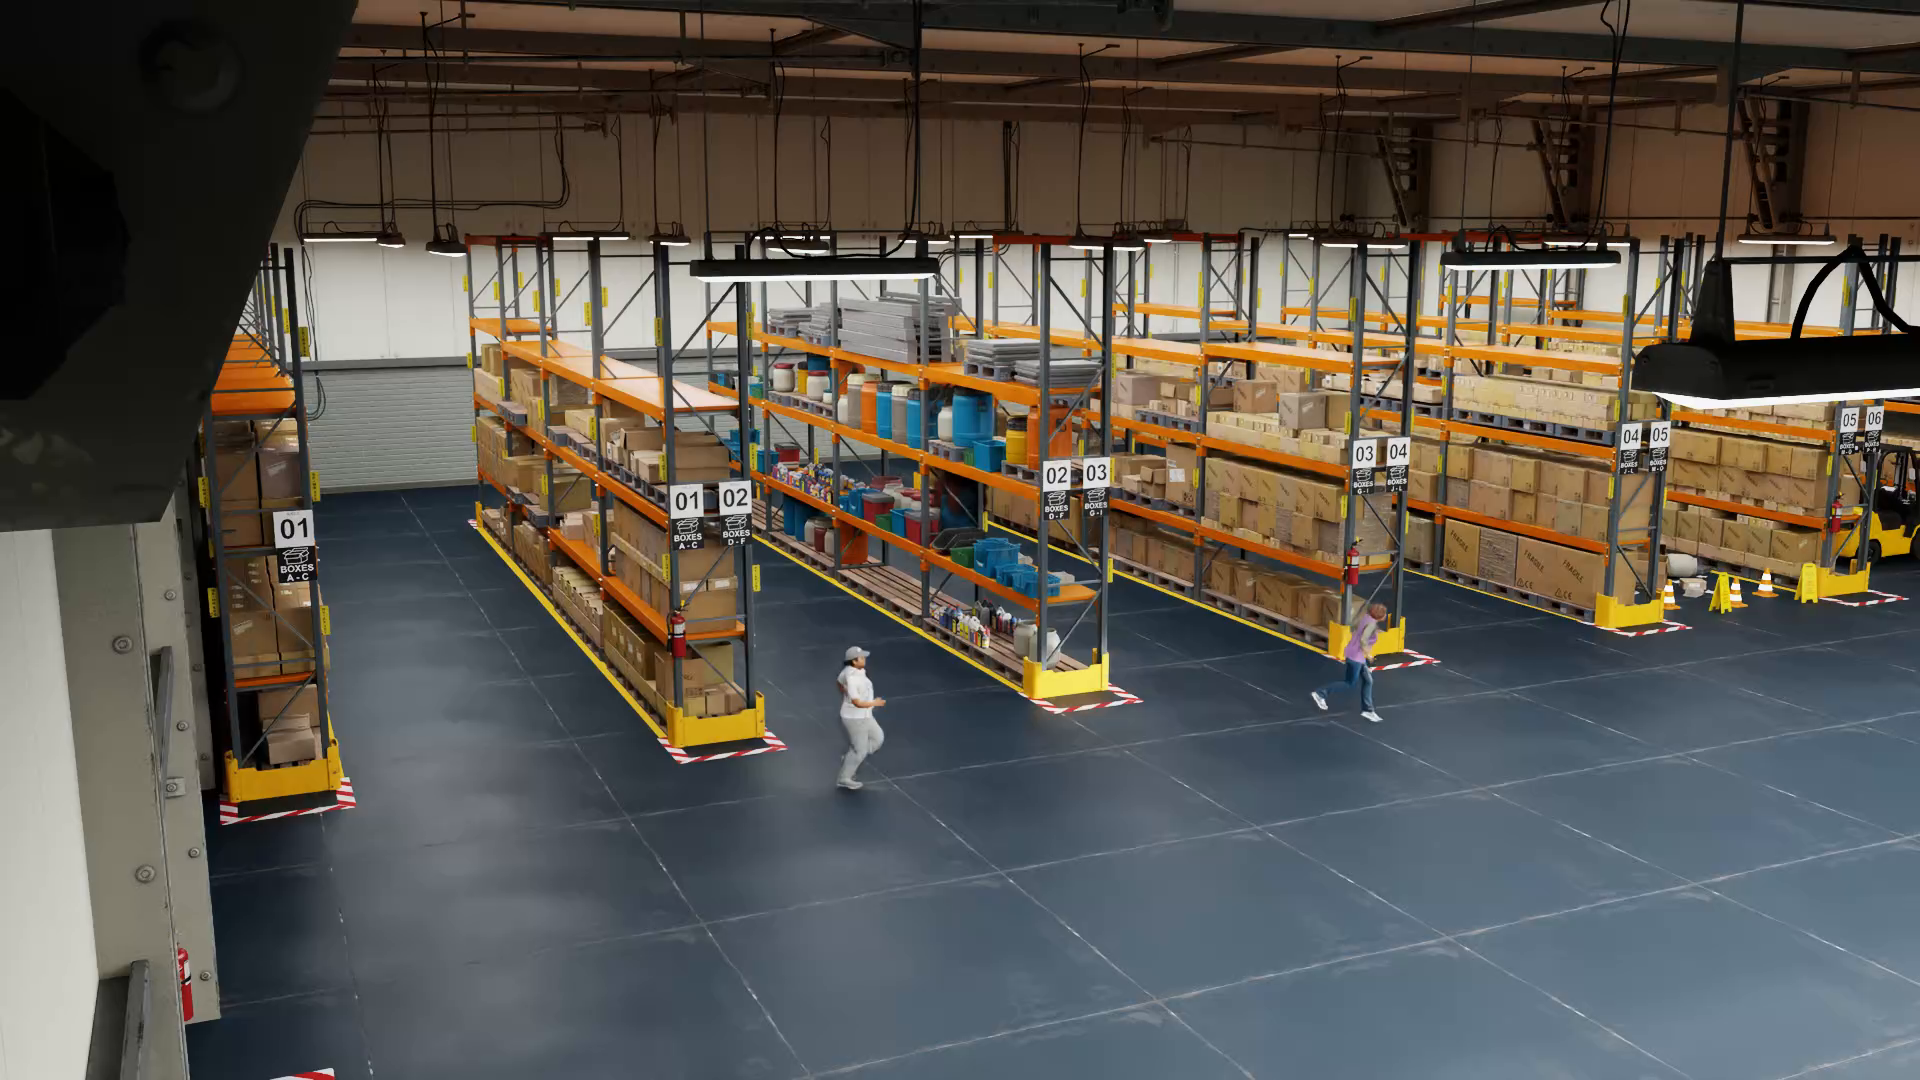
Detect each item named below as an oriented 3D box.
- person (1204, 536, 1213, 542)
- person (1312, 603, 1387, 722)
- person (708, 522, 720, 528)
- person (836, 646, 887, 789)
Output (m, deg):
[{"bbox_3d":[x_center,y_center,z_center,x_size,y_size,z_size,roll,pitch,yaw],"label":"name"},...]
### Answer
[{"bbox_3d":[4.957,-0.803,33.048,0.658,1.663,0.766,-5,12,-26],"label":"person"},{"bbox_3d":[4.955,1.556,21.197,0.899,1.549,0.560,0,11,0],"label":"person"},{"bbox_3d":[-4.585,-0.208,29.660,0.669,1.733,0.760,-7,13,-31],"label":"person"},{"bbox_3d":[-1.110,1.978,18.634,0.577,1.629,0.592,0,11,-2],"label":"person"}]
